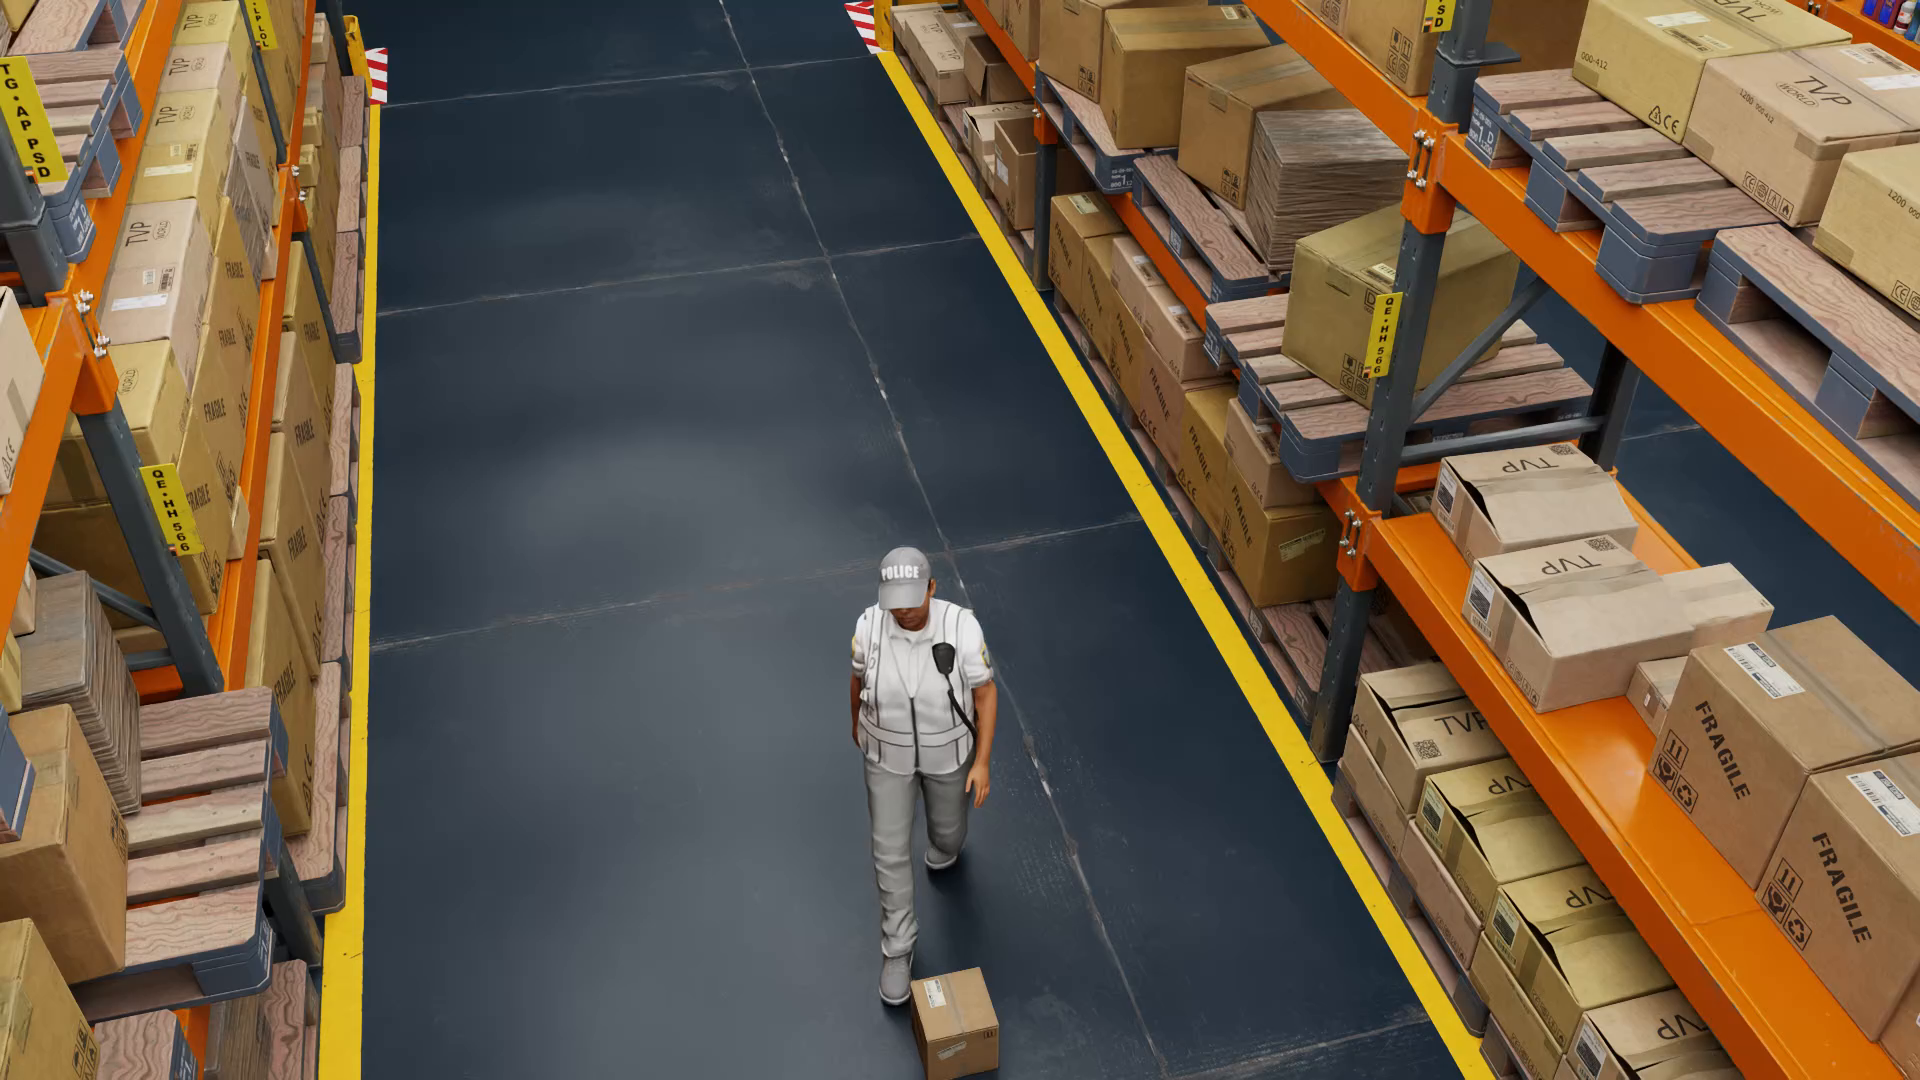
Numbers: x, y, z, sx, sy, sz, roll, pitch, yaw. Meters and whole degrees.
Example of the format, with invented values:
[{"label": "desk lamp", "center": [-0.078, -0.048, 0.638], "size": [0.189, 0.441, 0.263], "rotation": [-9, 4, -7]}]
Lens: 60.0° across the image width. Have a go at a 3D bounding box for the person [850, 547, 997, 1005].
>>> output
[{"label": "person", "center": [-0.135, 0.783, 5.753], "size": [0.524, 1.594, 0.905], "rotation": [1, 38, 1]}]
